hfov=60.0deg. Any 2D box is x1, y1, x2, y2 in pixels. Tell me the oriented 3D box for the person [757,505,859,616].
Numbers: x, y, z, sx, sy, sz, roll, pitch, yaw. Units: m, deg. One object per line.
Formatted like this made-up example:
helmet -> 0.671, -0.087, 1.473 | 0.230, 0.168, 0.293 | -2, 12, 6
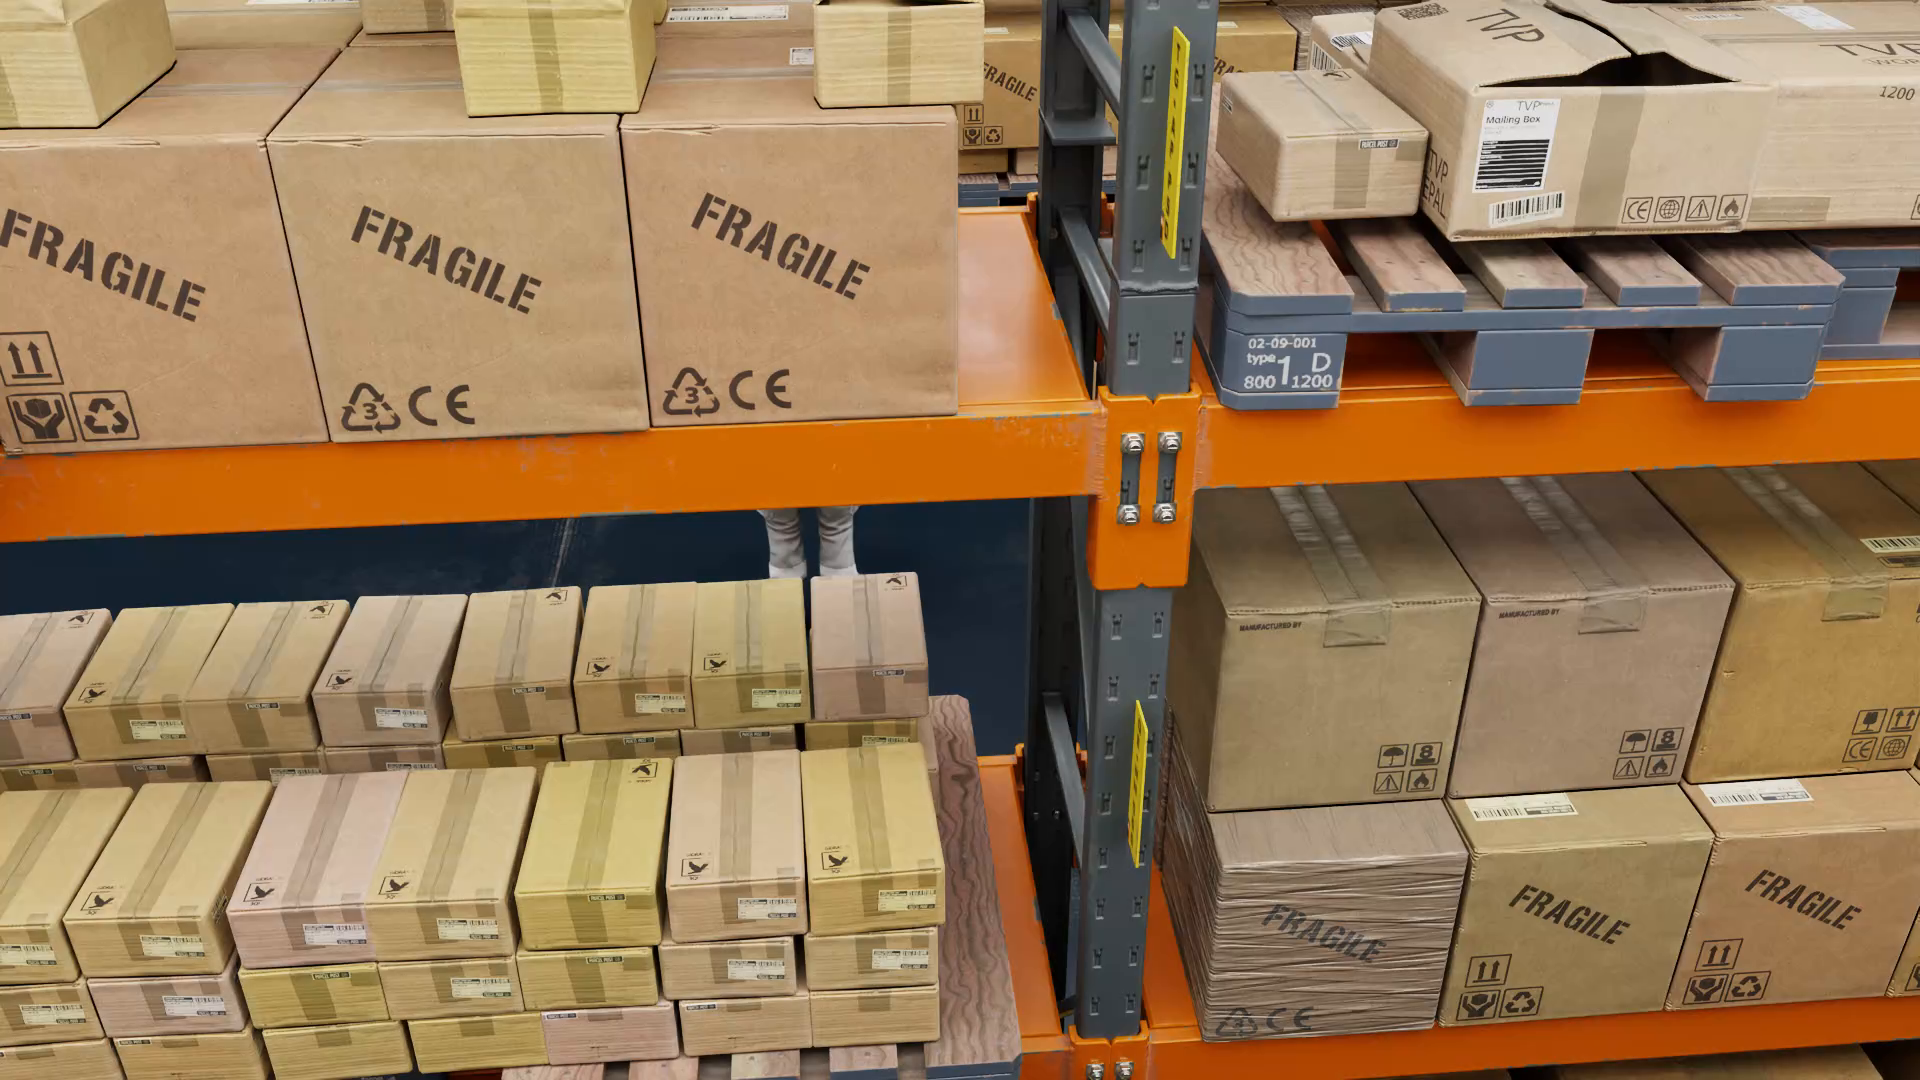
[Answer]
person -> -0.653, -0.427, 6.825 | 0.495, 1.786, 0.549 | -3, 31, -5
